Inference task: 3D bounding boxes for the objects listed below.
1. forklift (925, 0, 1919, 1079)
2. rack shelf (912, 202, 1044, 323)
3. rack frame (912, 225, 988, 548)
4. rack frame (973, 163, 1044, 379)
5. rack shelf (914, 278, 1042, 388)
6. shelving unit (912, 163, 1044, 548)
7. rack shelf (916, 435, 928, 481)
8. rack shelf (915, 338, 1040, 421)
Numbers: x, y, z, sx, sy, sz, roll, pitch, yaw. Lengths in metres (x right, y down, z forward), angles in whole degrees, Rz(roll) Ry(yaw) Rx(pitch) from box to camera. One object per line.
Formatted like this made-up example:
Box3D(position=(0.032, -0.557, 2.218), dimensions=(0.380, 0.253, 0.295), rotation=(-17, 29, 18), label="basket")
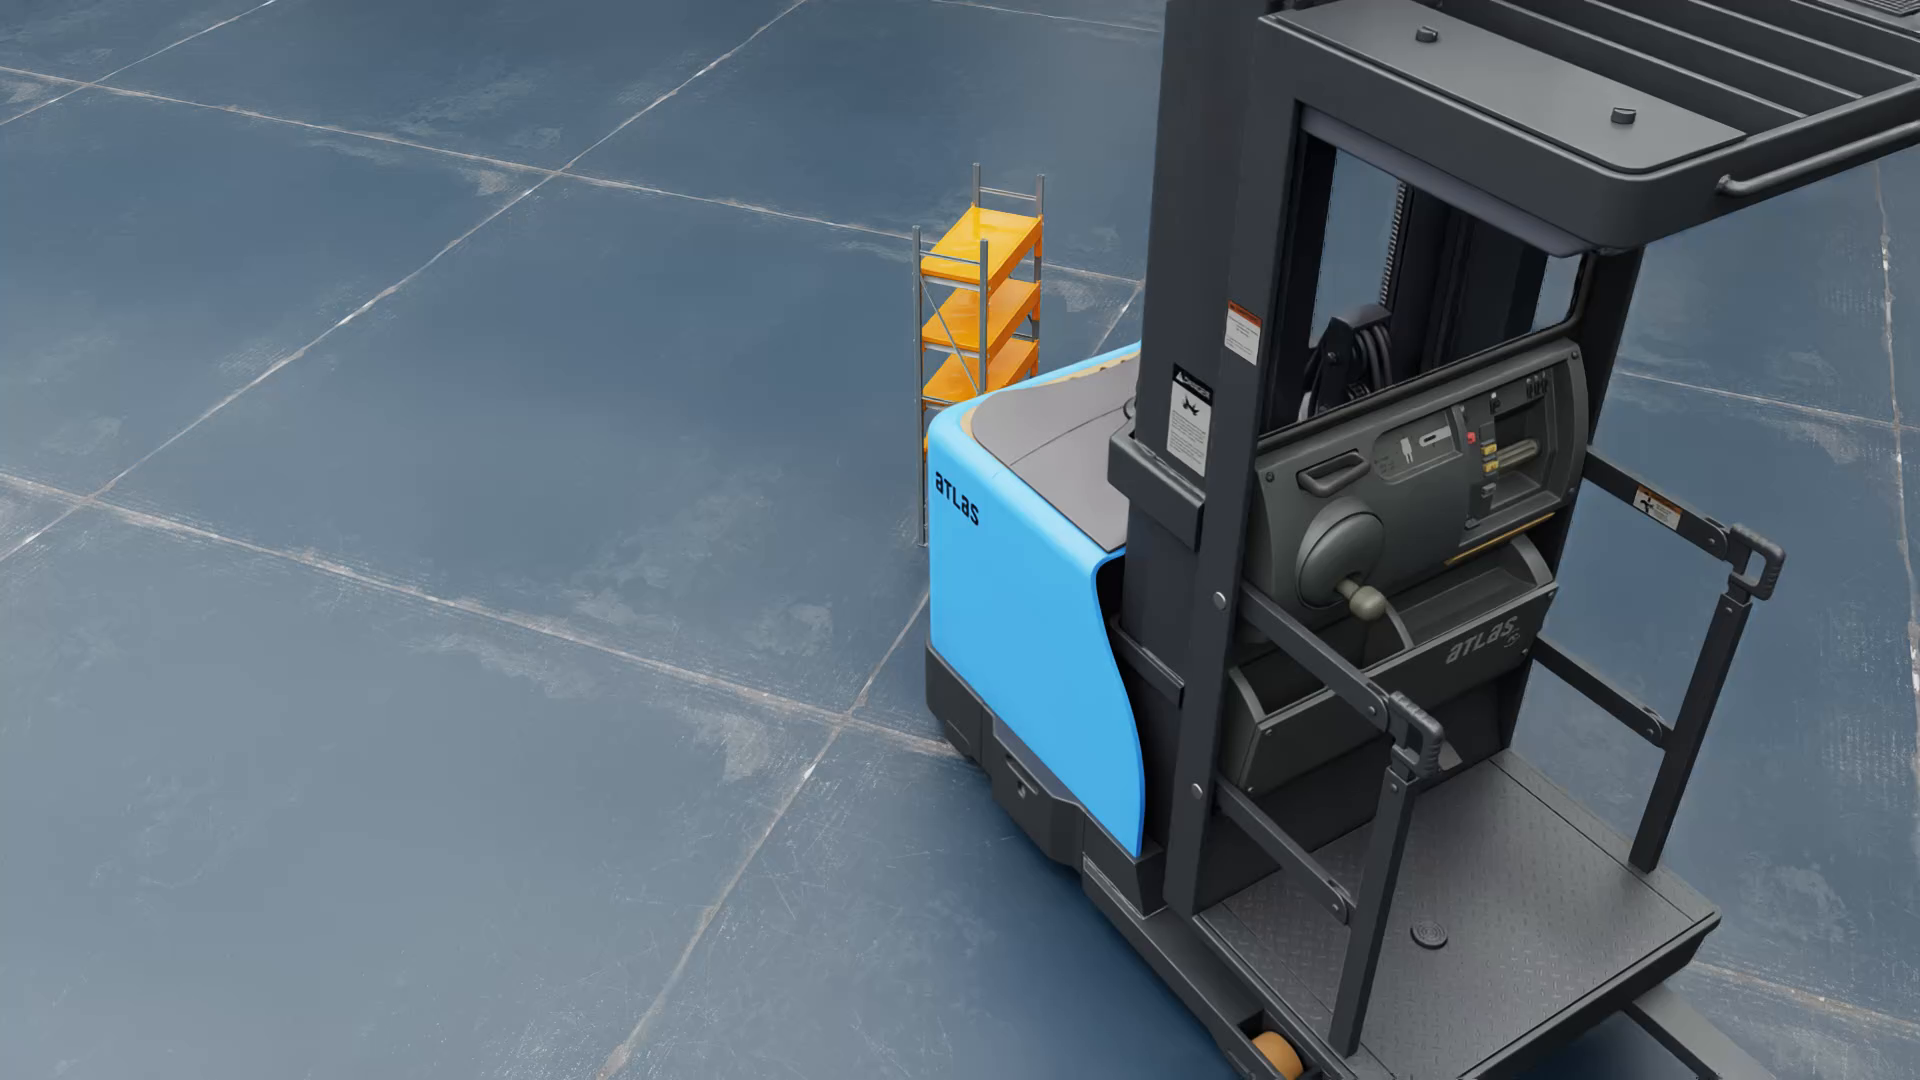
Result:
Box3D(position=(1.114, -0.063, 3.386), dimensions=(1.130, 2.935, 3.031), rotation=(-21, 42, -26), label="forklift")
Box3D(position=(0.063, -0.887, 5.278), dimensions=(0.258, 0.148, 0.480), rotation=(14, 39, 18), label="rack shelf")
Box3D(position=(-0.030, -0.437, 5.333), dimensions=(0.240, 1.200, 0.015), rotation=(14, 39, 18), label="rack frame")
Box3D(position=(0.156, -0.707, 5.694), dimensions=(0.240, 1.200, 0.015), rotation=(14, 39, 18), label="rack frame")
Box3D(position=(0.063, -0.698, 5.420), dimensions=(0.258, 0.148, 0.480), rotation=(14, 39, 18), label="rack shelf")
Box3D(position=(0.063, -0.572, 5.513), dimensions=(0.258, 1.200, 0.503), rotation=(14, 39, 18), label="shelving unit")
Box3D(position=(0.063, -0.359, 5.673), dimensions=(0.258, 0.148, 0.480), rotation=(14, 39, 18), label="rack shelf")
Box3D(position=(0.063, -0.518, 5.554), dimensions=(0.258, 0.148, 0.480), rotation=(14, 39, 18), label="rack shelf")
